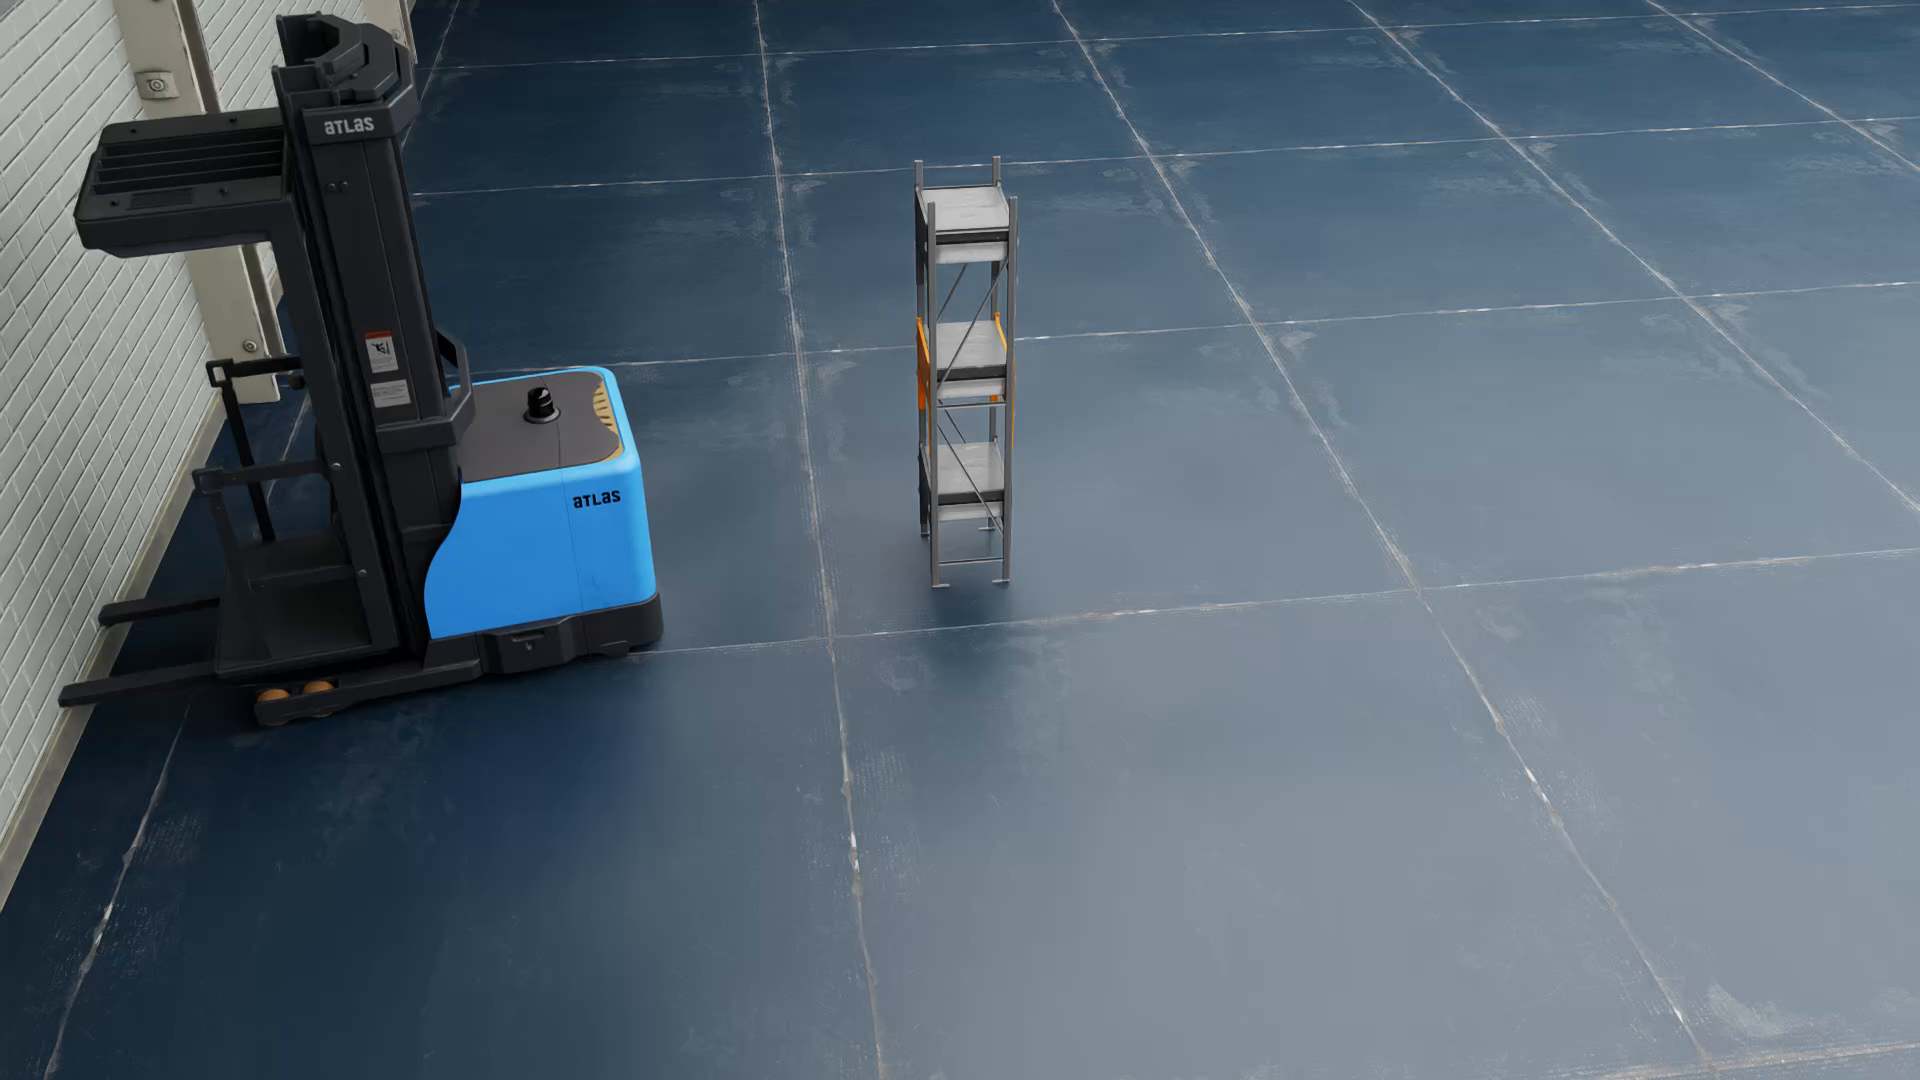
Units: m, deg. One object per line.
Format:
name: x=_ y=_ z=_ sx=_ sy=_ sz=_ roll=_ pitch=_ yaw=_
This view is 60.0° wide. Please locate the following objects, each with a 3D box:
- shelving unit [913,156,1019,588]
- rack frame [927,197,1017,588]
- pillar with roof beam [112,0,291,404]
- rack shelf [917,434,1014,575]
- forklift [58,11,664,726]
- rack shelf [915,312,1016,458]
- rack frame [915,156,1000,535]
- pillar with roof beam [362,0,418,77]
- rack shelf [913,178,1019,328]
shelving unit: x=0.022 y=-0.775 z=8.152 sx=0.431 sy=2.100 sz=0.503 roll=-4 pitch=35 yaw=-6
rack frame: x=0.055 y=-0.639 z=7.952 sx=0.400 sy=2.100 sz=0.015 roll=-4 pitch=35 yaw=-6
pillar with roof beam: x=-0.059 y=-4.987 z=8.206 sx=9.100 sy=9.000 sz=0.400 roll=-4 pitch=35 yaw=-6
rack shelf: x=0.022 y=-0.186 z=8.554 sx=0.431 sy=0.518 sz=0.480 roll=-4 pitch=35 yaw=-6
forklift: x=-3.019 y=-0.694 z=7.294 sx=3.031 sy=2.935 sz=1.130 roll=-10 pitch=36 yaw=-14
rack shelf: x=0.022 y=-0.764 z=8.159 sx=0.431 sy=0.518 sz=0.480 roll=-4 pitch=35 yaw=-6
rack frame: x=-0.011 y=-0.911 z=8.352 sx=0.400 sy=2.100 sz=0.015 roll=-4 pitch=35 yaw=-6
pillar with roof beam: x=-0.866 y=-8.335 z=13.119 sx=9.100 sy=9.000 sz=0.400 roll=-4 pitch=35 yaw=-6
rack shelf: x=0.022 y=-1.342 z=7.765 sx=0.431 sy=0.518 sz=0.480 roll=-4 pitch=35 yaw=-6
